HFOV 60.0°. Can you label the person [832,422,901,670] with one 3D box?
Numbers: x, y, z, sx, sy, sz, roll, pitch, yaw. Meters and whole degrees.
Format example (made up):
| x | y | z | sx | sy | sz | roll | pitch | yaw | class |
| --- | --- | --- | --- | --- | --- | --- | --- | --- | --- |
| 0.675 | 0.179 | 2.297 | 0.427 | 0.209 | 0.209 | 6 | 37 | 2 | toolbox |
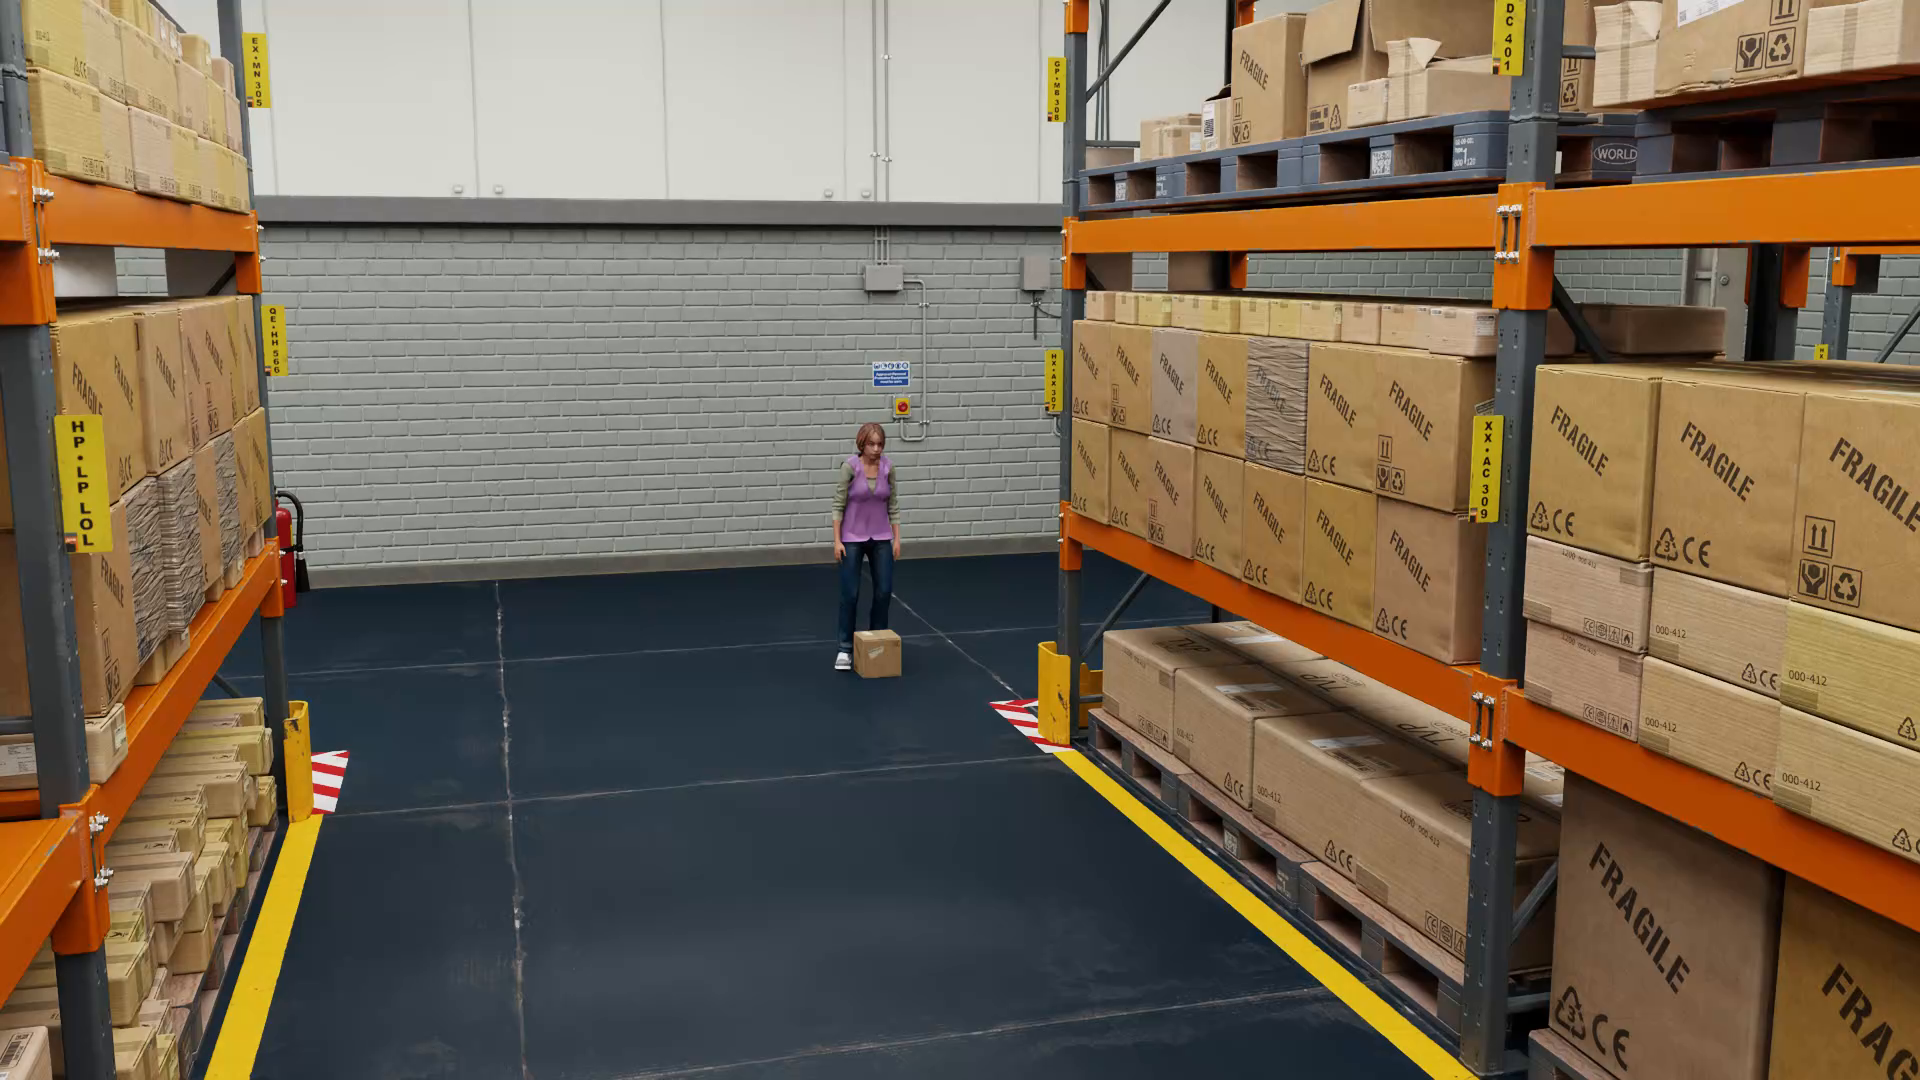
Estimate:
| x | y | z | sx | sy | sz | roll | pitch | yaw | class |
| --- | --- | --- | --- | --- | --- | --- | --- | --- | --- |
| -0.599 | 0.037 | 10.732 | 0.475 | 1.580 | 0.377 | -3 | 10 | -19 | person |
